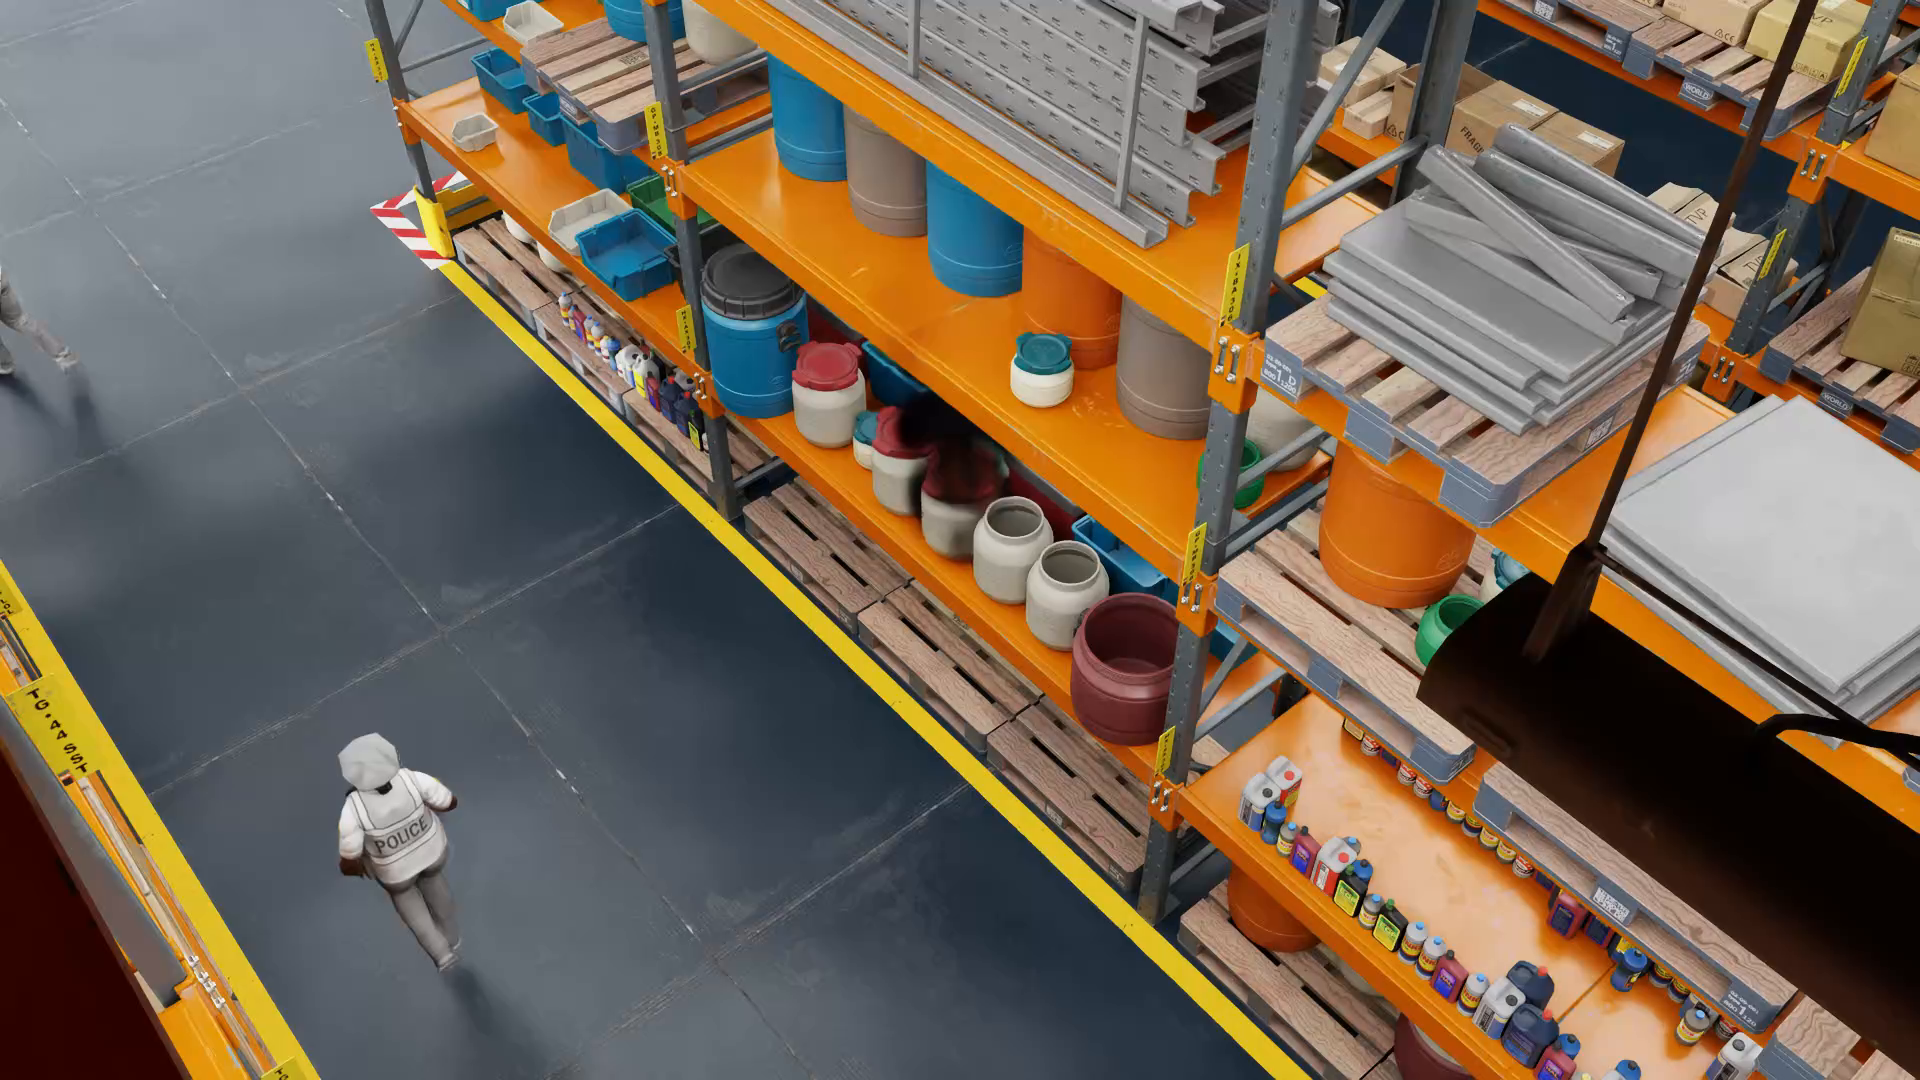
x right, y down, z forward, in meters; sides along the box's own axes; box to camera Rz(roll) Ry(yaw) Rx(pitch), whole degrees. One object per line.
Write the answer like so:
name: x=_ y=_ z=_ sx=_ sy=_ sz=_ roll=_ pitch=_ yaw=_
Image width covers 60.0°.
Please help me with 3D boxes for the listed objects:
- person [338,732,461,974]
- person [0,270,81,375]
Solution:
person: x=-2.667 y=1.514 z=8.009 sx=0.608 sy=1.670 sz=0.501 roll=-32 pitch=54 yaw=-27
person: x=-6.803 y=-1.714 z=11.379 sx=0.885 sy=1.774 sz=0.707 roll=21 pitch=50 yaw=19
